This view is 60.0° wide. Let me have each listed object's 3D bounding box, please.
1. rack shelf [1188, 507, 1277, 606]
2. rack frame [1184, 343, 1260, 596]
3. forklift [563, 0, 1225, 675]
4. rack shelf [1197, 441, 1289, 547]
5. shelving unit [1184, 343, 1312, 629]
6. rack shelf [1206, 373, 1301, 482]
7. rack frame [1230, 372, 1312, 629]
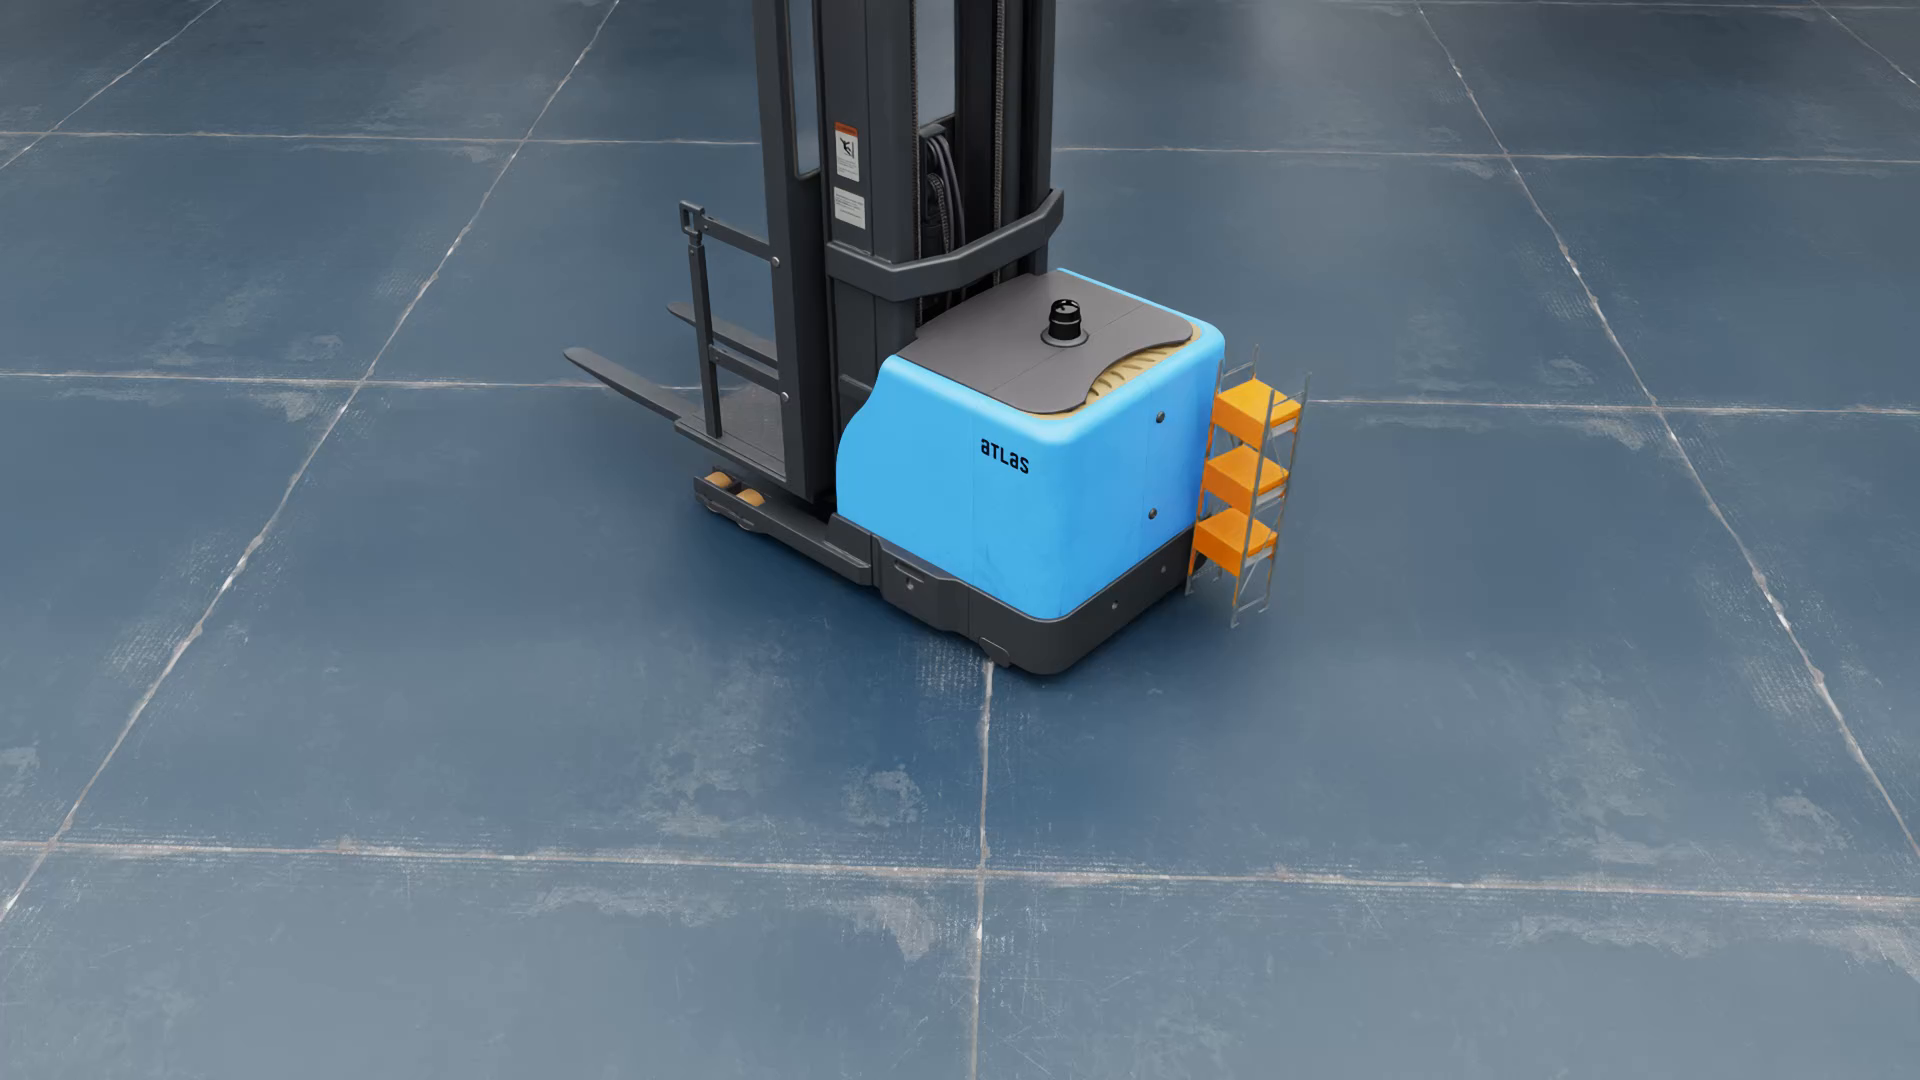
[{"bbox_3d":[1.031,0.049,6.257,0.215,0.259,0.240,-24,44,-31],"label":"rack shelf"},{"bbox_3d":[0.965,-0.241,6.160,0.200,1.050,0.008,-24,44,-31],"label":"rack frame"},{"bbox_3d":[-0.464,-1.439,6.248,3.031,2.935,1.130,27,43,33],"label":"forklift"},{"bbox_3d":[1.041,-0.173,6.092,0.215,0.259,0.240,-24,44,-31],"label":"rack shelf"},{"bbox_3d":[1.041,-0.182,6.085,0.215,1.050,0.252,-24,44,-31],"label":"shelving unit"},{"bbox_3d":[1.050,-0.401,5.922,0.215,0.259,0.240,-24,44,-31],"label":"rack shelf"},{"bbox_3d":[1.117,-0.123,6.010,0.200,1.050,0.008,-24,44,-31],"label":"rack frame"}]
